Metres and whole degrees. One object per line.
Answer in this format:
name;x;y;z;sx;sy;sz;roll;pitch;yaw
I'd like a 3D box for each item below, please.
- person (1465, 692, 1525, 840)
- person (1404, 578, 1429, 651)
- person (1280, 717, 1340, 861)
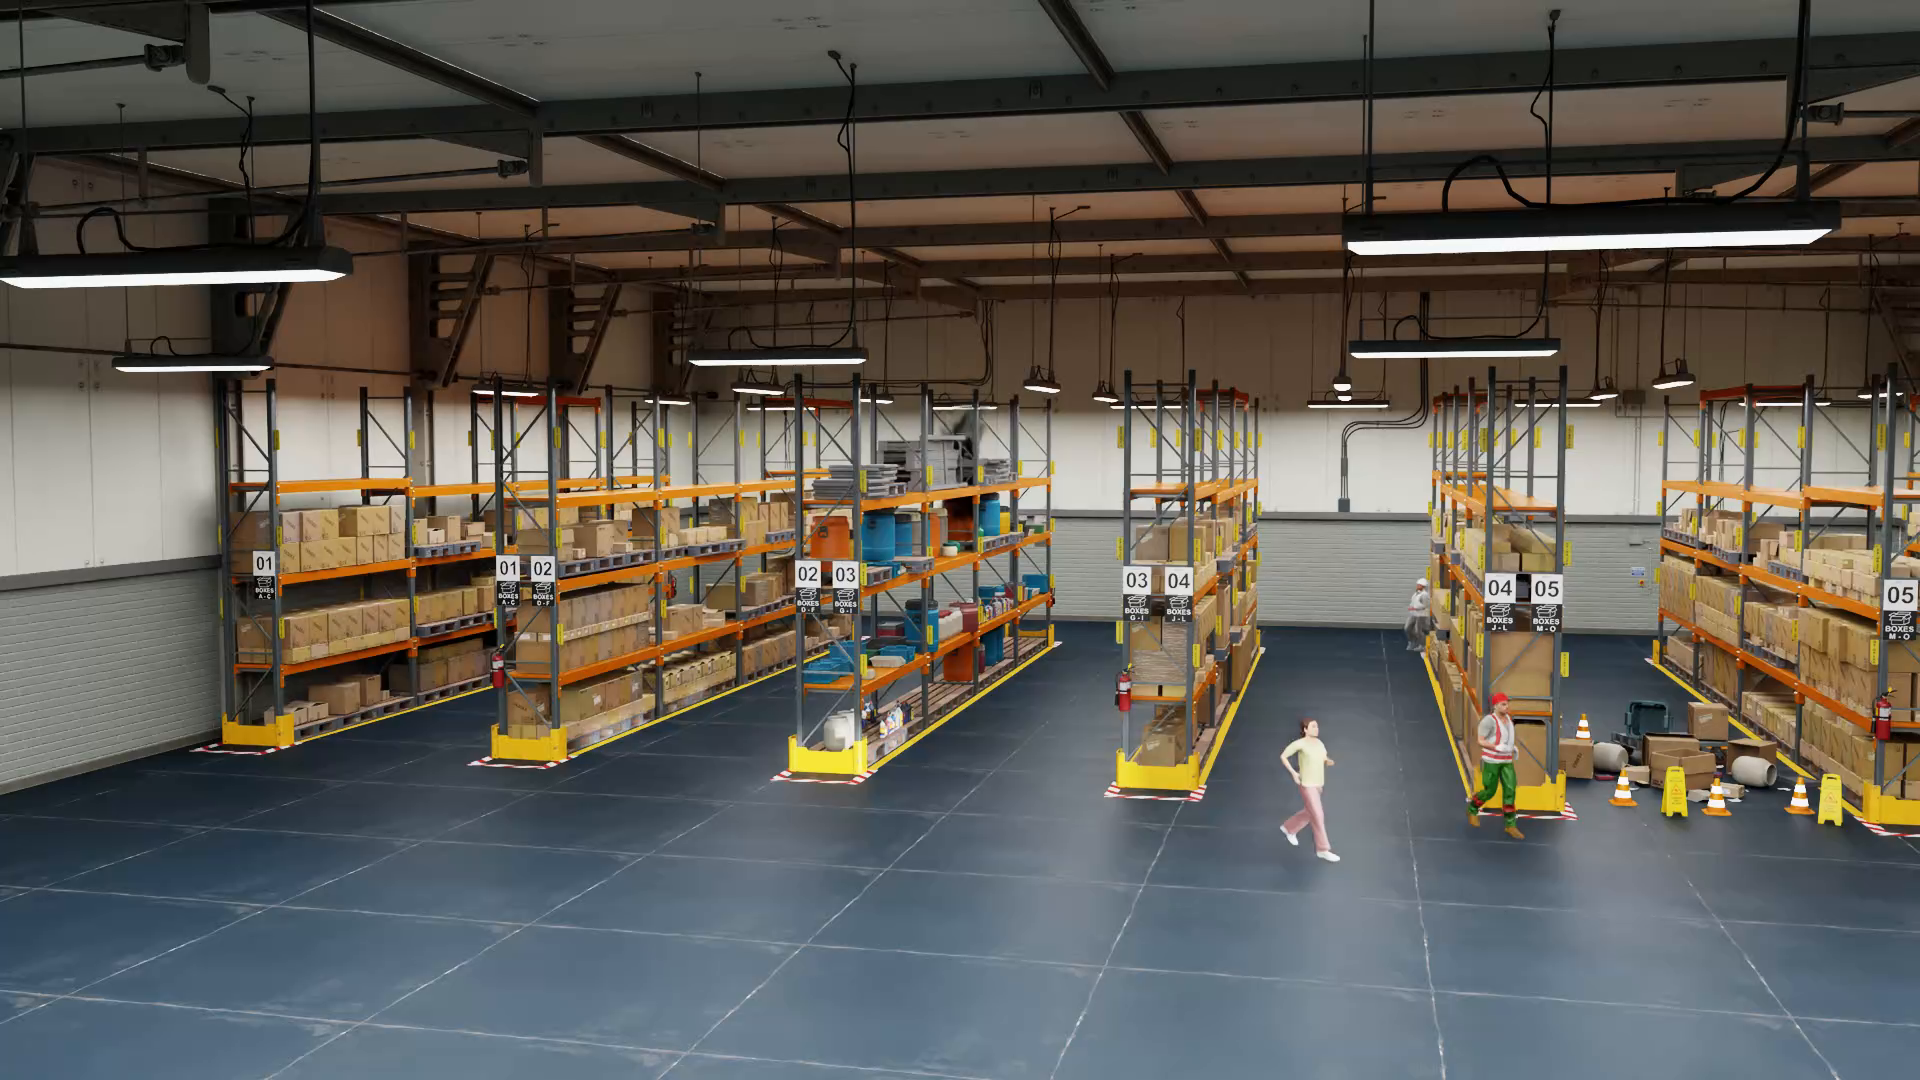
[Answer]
person;6.827;2.829;21.134;0.685;1.808;0.882;-2;4;-26
person;10.833;1.783;39.279;0.647;1.772;0.656;-1;4;-23
person;4.200;2.968;19.963;0.575;1.606;0.970;-3;4;-38
